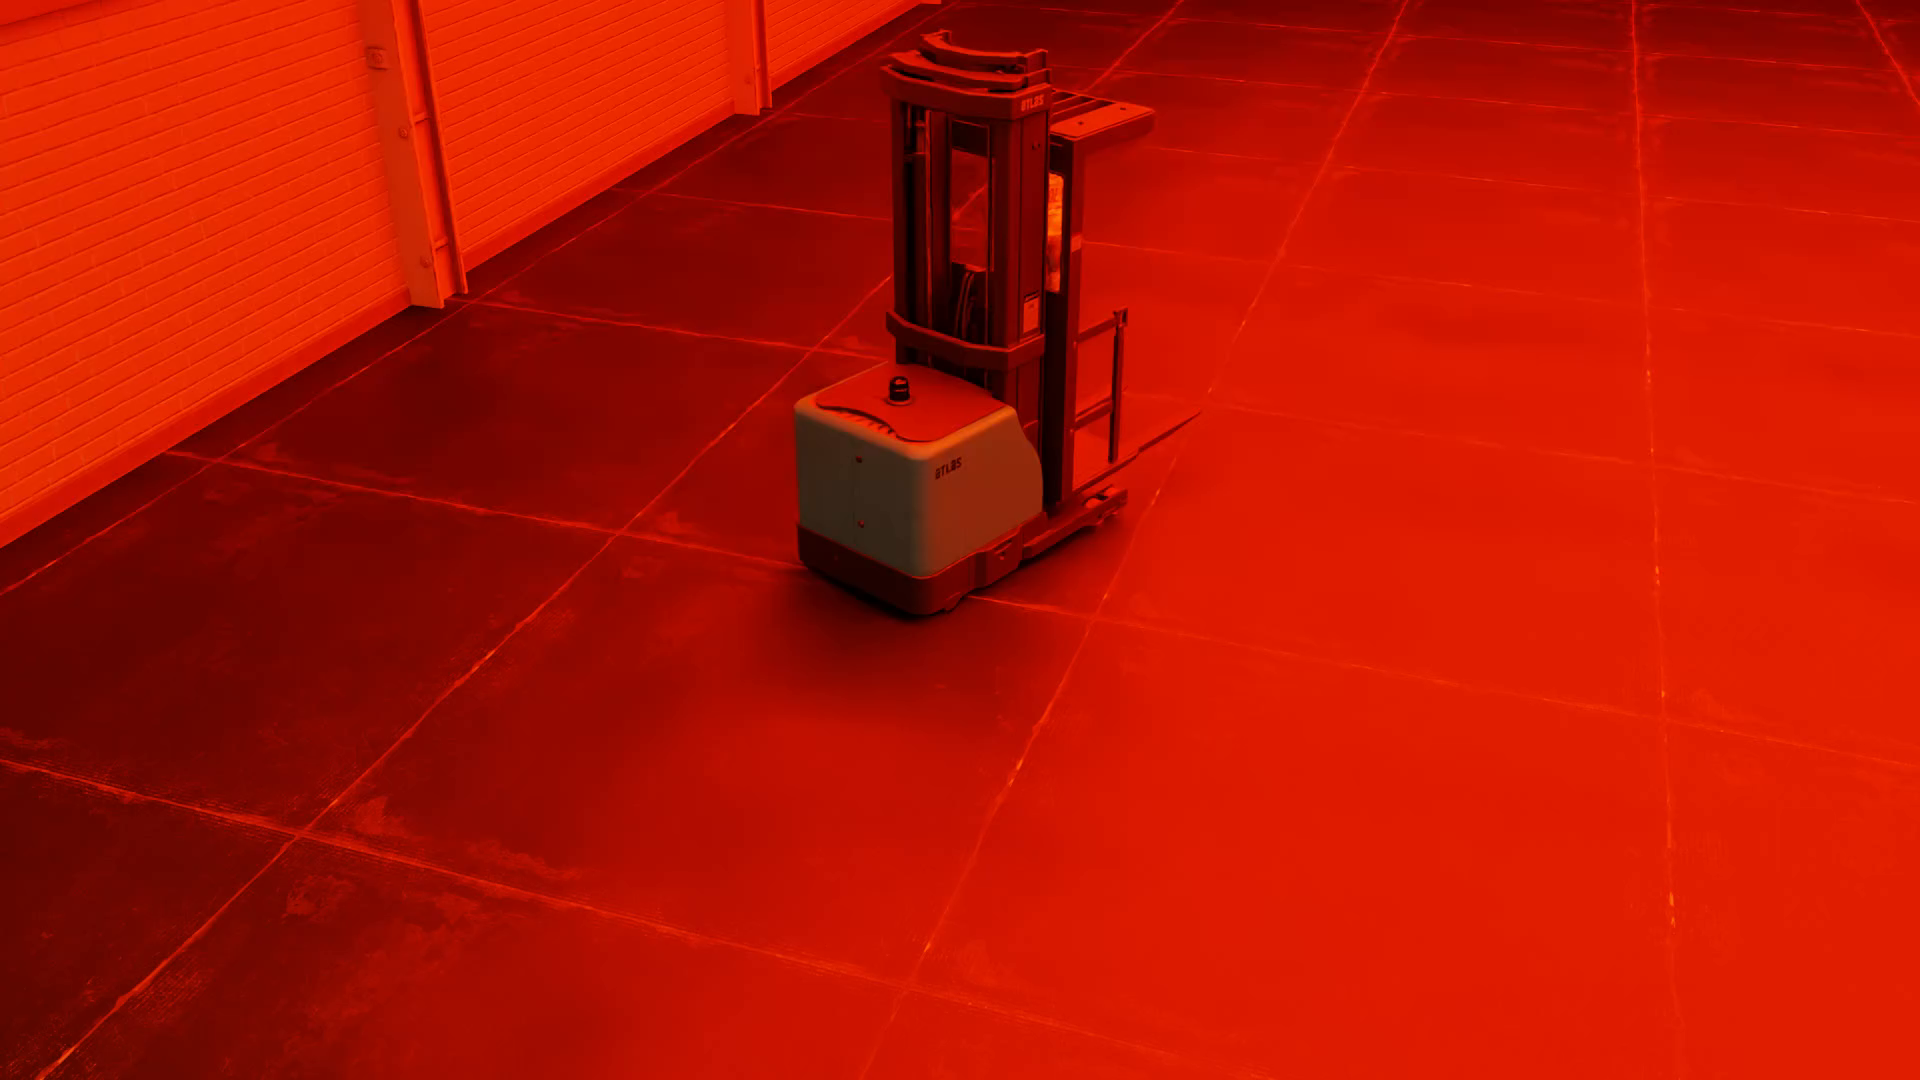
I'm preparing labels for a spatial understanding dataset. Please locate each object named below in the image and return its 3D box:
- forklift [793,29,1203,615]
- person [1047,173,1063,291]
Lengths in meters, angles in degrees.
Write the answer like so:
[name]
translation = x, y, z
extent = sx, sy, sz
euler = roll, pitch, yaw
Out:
[forklift]
translation = 0.394, -1.508, 9.781
extent = 1.130, 2.935, 3.031
euler = 23, 37, 35
[person]
translation = 0.632, -2.400, 12.660
extent = 0.583, 1.667, 0.883
euler = -11, 32, -19
